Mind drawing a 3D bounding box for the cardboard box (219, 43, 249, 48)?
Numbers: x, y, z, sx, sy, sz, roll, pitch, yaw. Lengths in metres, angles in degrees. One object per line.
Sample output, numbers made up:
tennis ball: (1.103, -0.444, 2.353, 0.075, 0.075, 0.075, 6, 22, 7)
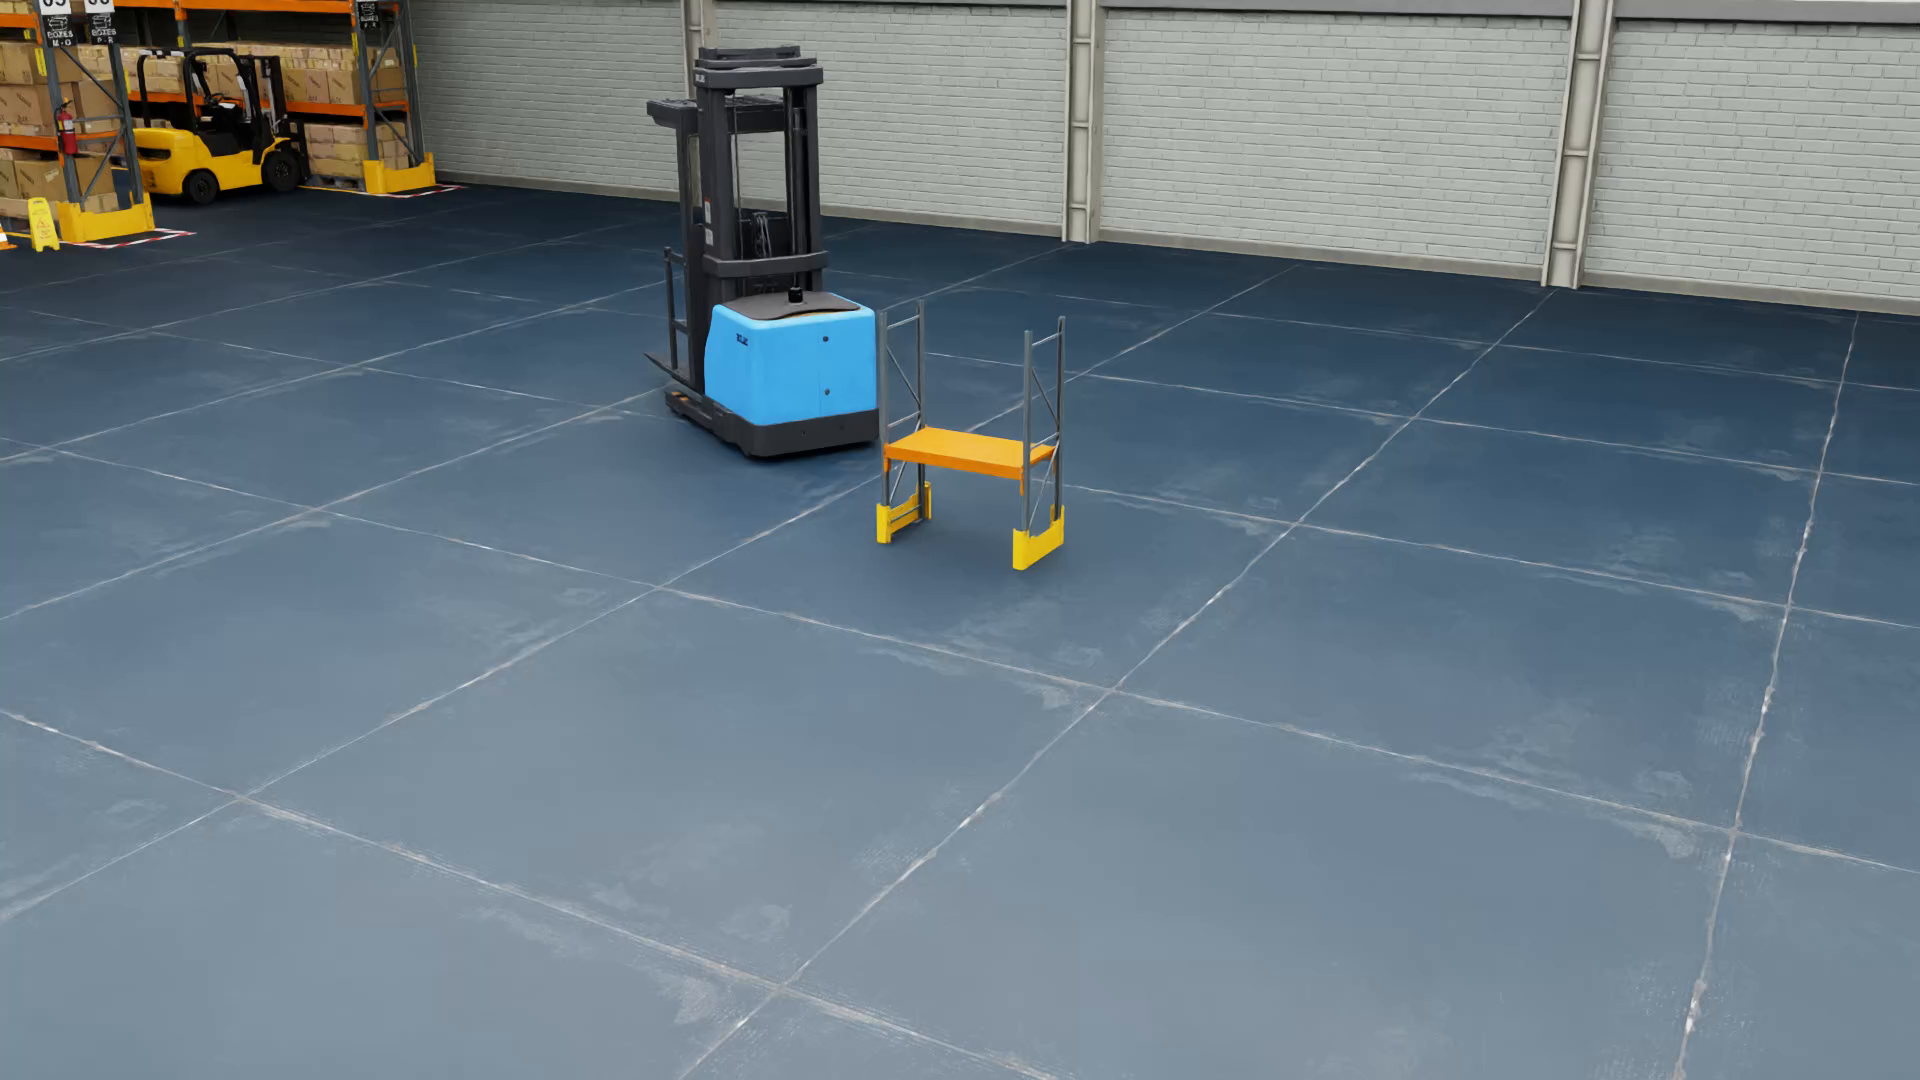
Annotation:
cardboard box: (-11.605, -7.861, 26.603, 0.250, 0.149, 0.380, 10, 22, 26)

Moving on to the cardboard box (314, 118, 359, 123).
cardboard box: (-9.943, -6.581, 26.559, 0.500, 0.250, 0.500, 11, 22, 27)

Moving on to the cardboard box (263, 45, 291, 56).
cardboard box: (-10.715, -7.690, 26.133, 0.250, 0.149, 0.380, 11, 23, 28)

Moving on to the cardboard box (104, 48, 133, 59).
cardboard box: (-14.044, -8.134, 27.792, 0.250, 0.149, 0.380, 10, 22, 26)

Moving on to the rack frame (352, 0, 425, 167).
rack frame: (-8.746, -6.902, 25.492, 0.127, 3.000, 1.000, 11, 23, 27)

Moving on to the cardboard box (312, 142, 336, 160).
cardboard box: (-9.756, -6.116, 26.010, 0.500, 0.250, 0.500, 11, 22, 27)

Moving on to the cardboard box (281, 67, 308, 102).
cardboard box: (-10.200, -7.126, 25.965, 0.500, 0.500, 0.500, 10, 22, 26)

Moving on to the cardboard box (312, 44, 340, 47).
cardboard box: (-10.016, -7.761, 26.327, 0.250, 0.149, 0.380, 10, 22, 26)

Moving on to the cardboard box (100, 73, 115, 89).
cardboard box: (-14.120, -7.759, 28.077, 0.500, 0.250, 0.500, 12, 23, 29)

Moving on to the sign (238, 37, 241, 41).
sign: (-11.969, -8.176, 27.621, 0.005, 0.325, 0.100, 11, 23, 27)

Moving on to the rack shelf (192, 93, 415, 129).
rack shelf: (-10.492, -6.896, 26.532, 4.000, 0.370, 1.077, 11, 23, 27)

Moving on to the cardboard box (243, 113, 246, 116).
cardboard box: (-11.714, -6.917, 27.486, 0.500, 0.250, 0.500, 11, 23, 28)

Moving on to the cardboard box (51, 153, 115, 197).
cardboard box: (-11.754, -4.901, 22.293, 0.500, 0.500, 0.500, 10, 22, 26)

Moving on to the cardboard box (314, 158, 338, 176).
cardboard box: (-9.740, -5.876, 26.081, 0.500, 0.250, 0.500, 11, 23, 27)

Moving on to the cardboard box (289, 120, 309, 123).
cardboard box: (-10.633, -6.511, 26.365, 0.500, 0.250, 0.500, 10, 22, 26)

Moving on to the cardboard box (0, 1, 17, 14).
cardboard box: (-11.844, -6.723, 20.969, 0.250, 0.149, 0.380, 11, 23, 28)

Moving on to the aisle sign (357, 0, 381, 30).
aisle sign: (-8.832, -8.025, 24.778, 0.004, 0.787, 0.394, 11, 23, 27)

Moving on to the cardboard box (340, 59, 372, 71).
cardboard box: (-9.185, -7.228, 25.294, 0.250, 0.149, 0.380, 11, 23, 28)

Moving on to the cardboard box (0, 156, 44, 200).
cardboard box: (-12.447, -4.822, 22.076, 0.500, 0.500, 0.500, 12, 23, 29)

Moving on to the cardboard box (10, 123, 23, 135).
cardboard box: (-12.083, -5.362, 21.616, 0.250, 0.149, 0.380, 10, 22, 26)

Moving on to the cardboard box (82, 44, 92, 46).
cardboard box: (-15.064, -8.580, 29.021, 0.250, 0.149, 0.380, 11, 23, 29)

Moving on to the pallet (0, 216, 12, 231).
pallet: (-12.983, -4.474, 22.889, 1.213, 0.211, 1.003, 11, 23, 27)

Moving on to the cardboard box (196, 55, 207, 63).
cardboard box: (-12.088, -7.787, 26.836, 0.250, 0.149, 0.380, 10, 22, 26)

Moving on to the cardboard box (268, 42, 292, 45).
cardboard box: (-10.910, -7.929, 26.791, 0.250, 0.149, 0.380, 10, 22, 26)

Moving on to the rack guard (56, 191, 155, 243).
rack guard: (-11.230, -4.261, 21.878, 0.348, 0.500, 1.175, 11, 23, 27)

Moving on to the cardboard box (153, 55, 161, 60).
cardboard box: (-13.067, -8.003, 27.432, 0.250, 0.149, 0.380, 11, 23, 27)

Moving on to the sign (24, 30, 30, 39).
sign: (-15.986, -8.576, 28.526, 0.005, 0.325, 0.100, 11, 23, 27)

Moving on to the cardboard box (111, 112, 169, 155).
cardboard box: (-14.030, -6.987, 28.594, 0.625, 0.625, 0.875, 10, 22, 25)

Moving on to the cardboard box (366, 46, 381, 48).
cardboard box: (-9.137, -7.576, 25.816, 0.250, 0.149, 0.380, 12, 23, 29)

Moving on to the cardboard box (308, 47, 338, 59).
cardboard box: (-9.815, -7.521, 25.666, 0.250, 0.149, 0.380, 11, 23, 28)

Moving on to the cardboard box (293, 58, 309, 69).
cardboard box: (-10.087, -7.398, 25.762, 0.250, 0.149, 0.380, 10, 22, 26)

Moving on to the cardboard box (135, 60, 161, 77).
cardboard box: (-13.244, -7.820, 27.512, 0.500, 0.250, 0.500, 10, 22, 26)

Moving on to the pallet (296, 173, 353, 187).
pallet: (-10.495, -5.909, 26.844, 1.213, 0.211, 1.003, 11, 23, 27)

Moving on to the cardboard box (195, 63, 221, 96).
cardboard box: (-11.978, -7.462, 26.891, 0.500, 0.500, 0.500, 10, 22, 26)

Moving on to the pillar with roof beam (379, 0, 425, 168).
pillar with roof beam: (-11.014, -8.824, 21.995, 0.400, 9.000, 9.100, 11, 23, 27)

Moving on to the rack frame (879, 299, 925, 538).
rack frame: (-0.369, -0.775, 10.803, 0.032, 1.500, 0.500, 11, 23, 27)

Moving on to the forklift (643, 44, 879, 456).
forklift: (-1.788, -2.455, 13.335, 1.130, 2.935, 3.031, -11, 23, -28)

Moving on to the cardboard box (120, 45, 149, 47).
cardboard box: (-14.171, -8.415, 28.567, 0.250, 0.149, 0.380, 10, 22, 26)

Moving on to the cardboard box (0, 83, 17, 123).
cardboard box: (-12.206, -5.703, 21.605, 0.500, 0.500, 0.500, 11, 23, 27)

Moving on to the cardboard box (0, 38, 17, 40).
cardboard box: (-12.649, -6.241, 21.621, 0.500, 0.500, 0.700, 10, 22, 27)

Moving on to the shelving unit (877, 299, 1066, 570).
shelving unit: (0.067, -0.692, 10.574, 1.083, 1.500, 0.587, 11, 23, 27)

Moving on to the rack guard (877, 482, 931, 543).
rack guard: (-0.368, -0.188, 11.016, 0.087, 0.250, 0.587, 11, 23, 27)

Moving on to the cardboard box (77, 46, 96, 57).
cardboard box: (-14.891, -8.324, 28.317, 0.250, 0.149, 0.380, 11, 23, 28)

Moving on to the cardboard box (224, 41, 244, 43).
cardboard box: (-11.812, -8.095, 27.249, 0.250, 0.149, 0.380, 11, 23, 27)
